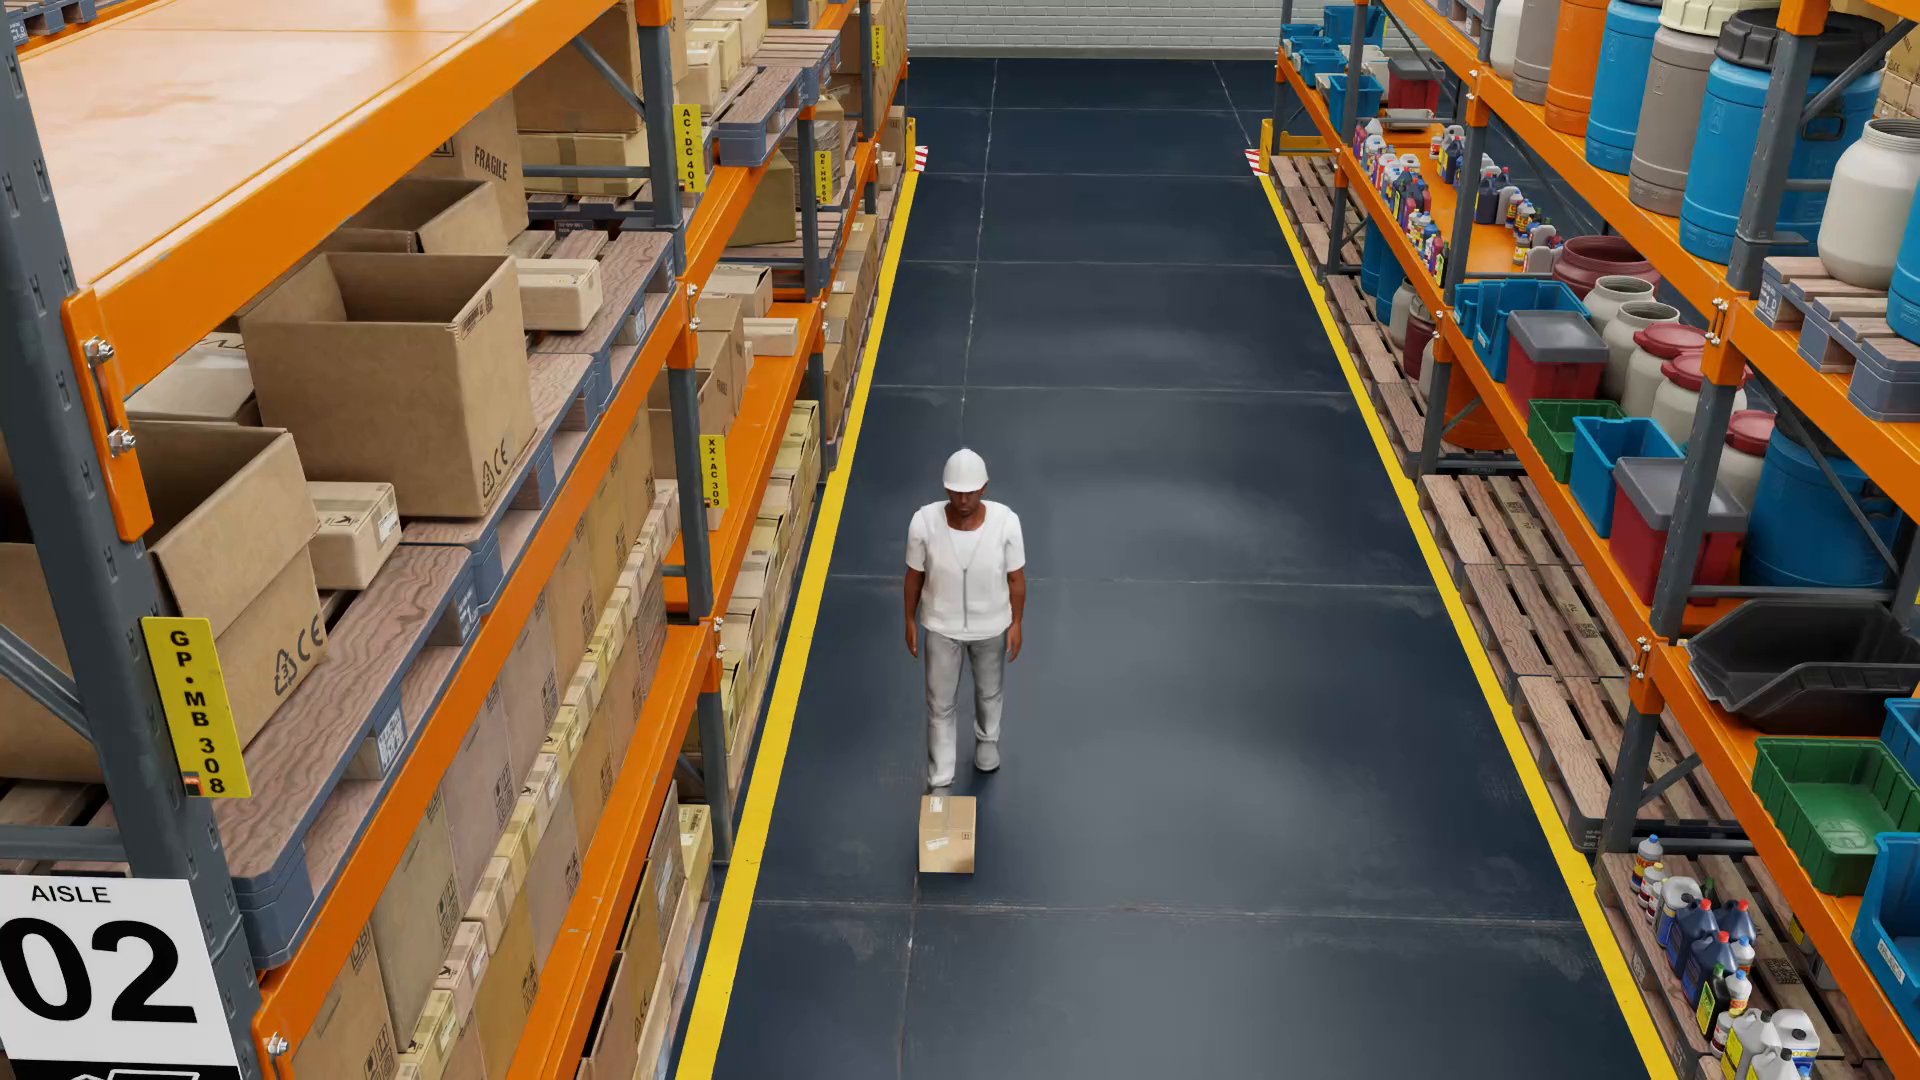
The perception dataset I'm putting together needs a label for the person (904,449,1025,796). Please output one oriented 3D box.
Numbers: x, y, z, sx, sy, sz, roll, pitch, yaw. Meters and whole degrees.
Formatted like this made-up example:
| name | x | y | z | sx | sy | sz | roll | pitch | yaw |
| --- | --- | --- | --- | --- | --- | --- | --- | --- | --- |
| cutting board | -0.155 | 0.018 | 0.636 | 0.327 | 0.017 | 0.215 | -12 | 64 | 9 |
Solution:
| name | x | y | z | sx | sy | sz | roll | pitch | yaw |
| --- | --- | --- | --- | --- | --- | --- | --- | --- | --- |
| person | 0.023 | 0.425 | 7.788 | 0.571 | 1.764 | 0.753 | 0 | 28 | -1 |
